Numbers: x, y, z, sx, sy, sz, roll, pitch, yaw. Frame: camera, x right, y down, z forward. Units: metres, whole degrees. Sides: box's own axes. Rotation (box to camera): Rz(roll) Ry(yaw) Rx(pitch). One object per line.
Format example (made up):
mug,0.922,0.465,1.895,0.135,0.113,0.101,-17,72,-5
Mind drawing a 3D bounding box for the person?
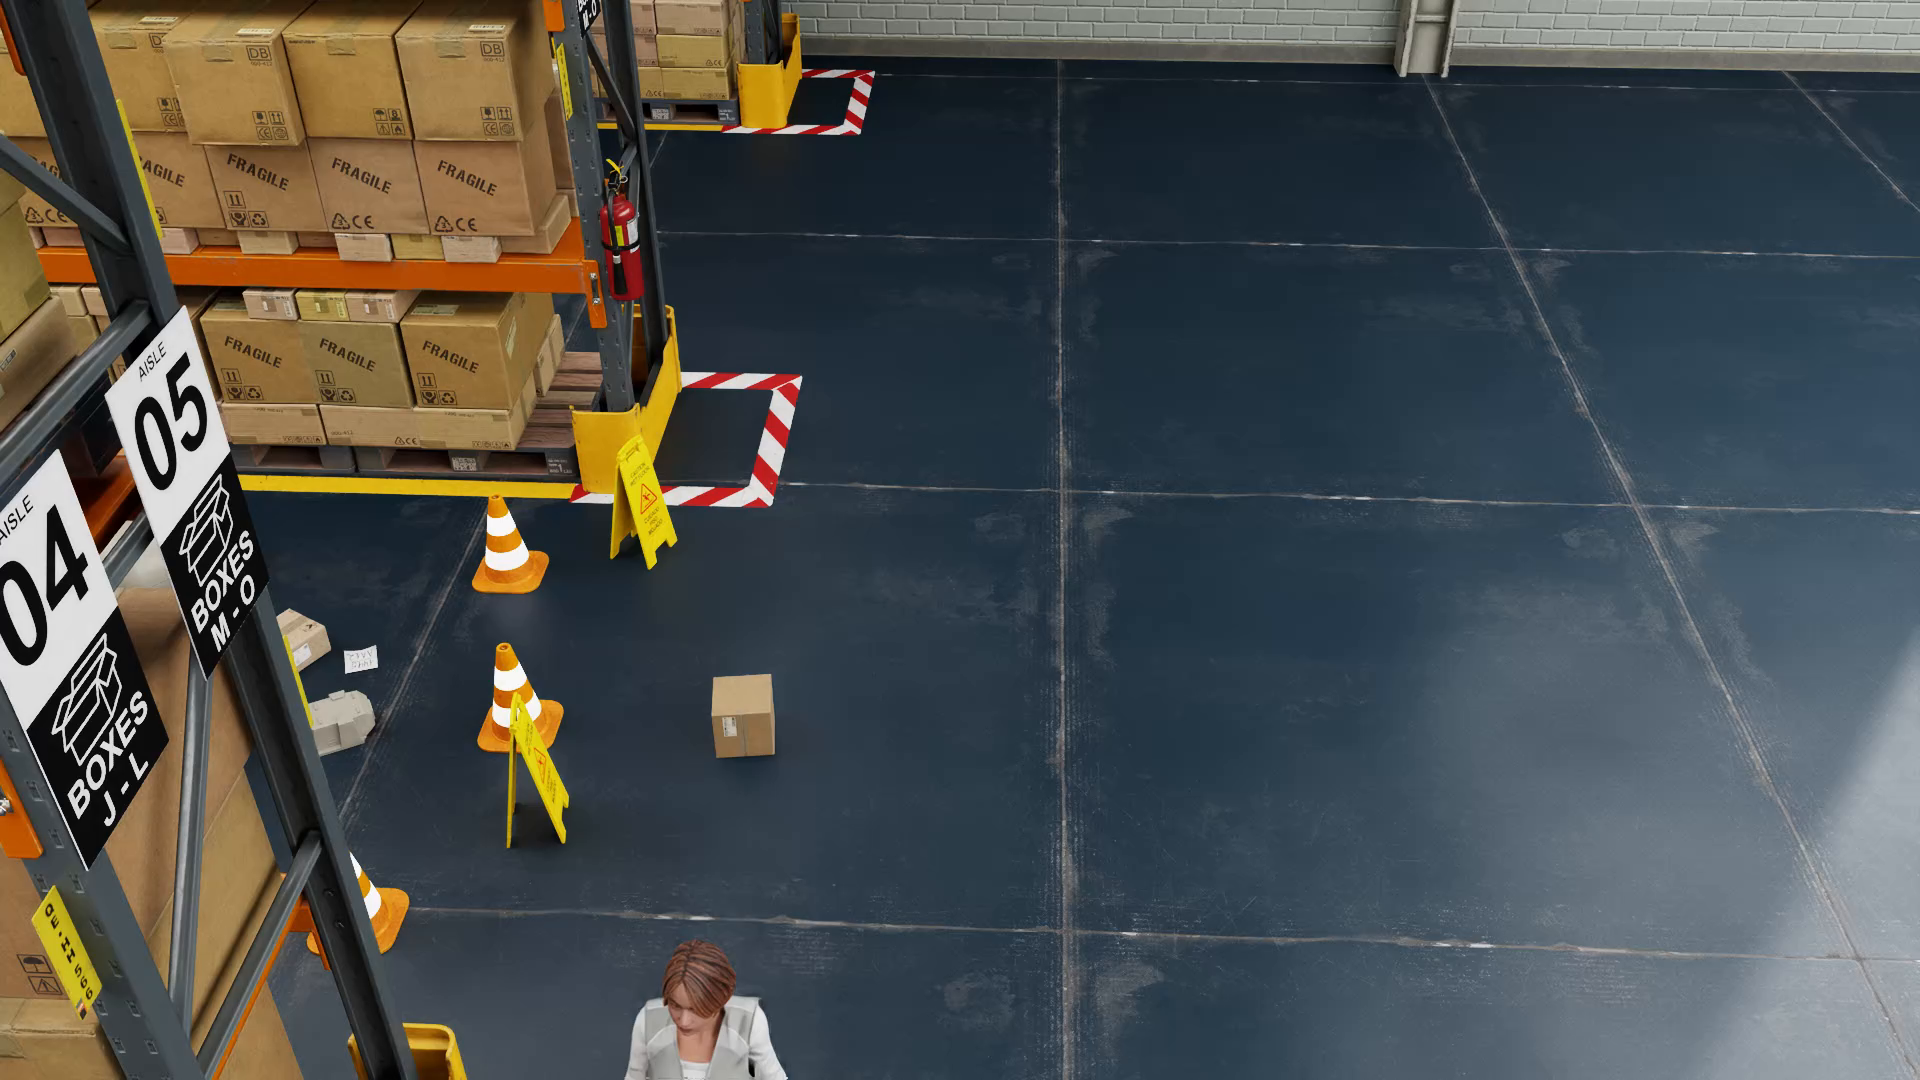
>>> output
person,-0.725,1.758,4.704,0.444,1.539,0.903,3,36,5
